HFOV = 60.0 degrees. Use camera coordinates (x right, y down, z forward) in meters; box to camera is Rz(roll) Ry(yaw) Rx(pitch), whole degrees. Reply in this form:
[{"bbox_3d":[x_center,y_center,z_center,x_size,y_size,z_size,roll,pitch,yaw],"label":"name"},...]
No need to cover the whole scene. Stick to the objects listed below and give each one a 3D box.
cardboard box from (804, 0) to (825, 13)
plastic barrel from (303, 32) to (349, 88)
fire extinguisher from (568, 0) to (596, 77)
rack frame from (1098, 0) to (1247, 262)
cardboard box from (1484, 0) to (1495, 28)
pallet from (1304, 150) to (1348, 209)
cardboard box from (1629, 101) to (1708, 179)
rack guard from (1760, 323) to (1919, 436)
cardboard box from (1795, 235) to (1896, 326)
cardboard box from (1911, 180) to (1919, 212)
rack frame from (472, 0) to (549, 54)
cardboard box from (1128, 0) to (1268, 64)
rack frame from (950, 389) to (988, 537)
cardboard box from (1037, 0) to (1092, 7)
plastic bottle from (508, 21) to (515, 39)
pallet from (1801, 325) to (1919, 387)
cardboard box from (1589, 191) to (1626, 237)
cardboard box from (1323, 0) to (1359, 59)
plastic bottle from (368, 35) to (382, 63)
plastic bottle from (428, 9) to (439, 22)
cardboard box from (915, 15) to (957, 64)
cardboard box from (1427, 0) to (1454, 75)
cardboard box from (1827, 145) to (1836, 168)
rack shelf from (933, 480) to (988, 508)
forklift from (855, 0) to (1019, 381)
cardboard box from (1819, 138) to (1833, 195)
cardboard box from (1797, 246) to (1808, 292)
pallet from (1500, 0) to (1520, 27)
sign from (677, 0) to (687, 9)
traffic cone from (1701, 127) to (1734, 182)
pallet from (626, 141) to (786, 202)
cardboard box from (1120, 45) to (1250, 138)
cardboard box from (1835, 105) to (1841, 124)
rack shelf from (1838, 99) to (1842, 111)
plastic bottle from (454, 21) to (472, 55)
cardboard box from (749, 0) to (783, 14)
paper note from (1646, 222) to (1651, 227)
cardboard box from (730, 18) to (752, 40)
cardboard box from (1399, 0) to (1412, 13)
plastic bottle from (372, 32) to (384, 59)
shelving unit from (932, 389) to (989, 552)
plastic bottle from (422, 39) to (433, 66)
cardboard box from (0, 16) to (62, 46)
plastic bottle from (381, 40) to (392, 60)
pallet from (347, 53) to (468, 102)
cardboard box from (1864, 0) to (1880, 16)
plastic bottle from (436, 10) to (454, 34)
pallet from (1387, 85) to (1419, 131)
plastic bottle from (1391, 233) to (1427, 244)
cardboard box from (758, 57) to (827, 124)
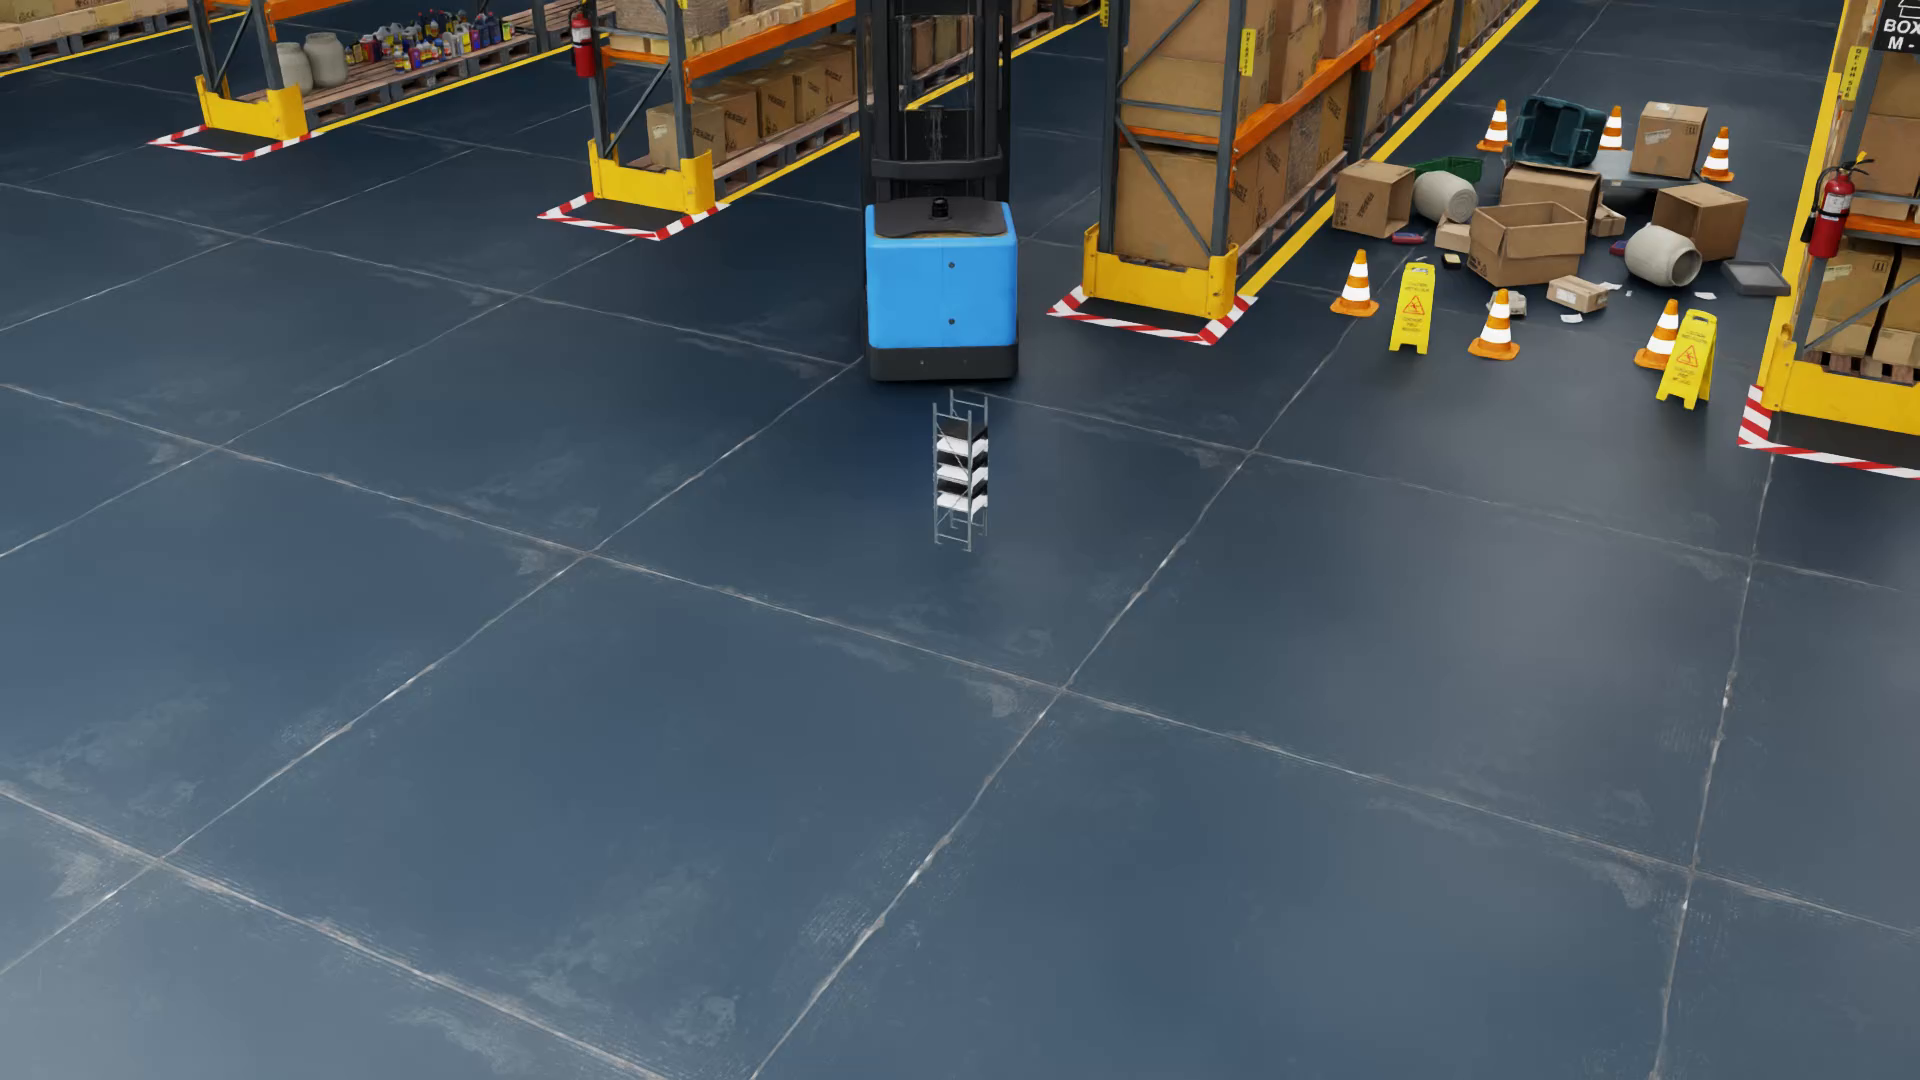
[{"bbox_3d":[-1.527,-5.199,16.044,0.380,0.149,0.250,14,33,23],"label":"cardboard box"},{"bbox_3d":[-6.766,-5.117,17.725,0.421,0.512,0.421,0,30,0],"label":"plastic barrel"},{"bbox_3d":[-3.279,-4.379,14.441,0.296,0.674,0.183,14,33,23],"label":"fire extinguisher"},{"bbox_3d":[1.553,-3.189,12.290,1.000,3.000,0.127,14,33,23],"label":"rack frame"},{"bbox_3d":[6.202,-6.541,20.217,0.500,0.500,0.500,13,32,22],"label":"cardboard box"},{"bbox_3d":[2.959,-3.433,15.517,1.003,0.211,1.213,14,33,23],"label":"pallet"},{"bbox_3d":[6.229,-3.519,14.615,0.500,0.500,0.500,14,33,23],"label":"cardboard box"},{"bbox_3d":[6.040,-1.060,11.094,1.175,0.500,0.348,14,33,23],"label":"rack guard"},{"bbox_3d":[6.138,-1.840,11.528,0.500,0.500,0.500,15,33,24],"label":"cardboard box"},{"bbox_3d":[6.446,-2.220,10.857,0.380,0.149,0.250,15,33,24],"label":"cardboard box"},{"bbox_3d":[-5.404,-7.255,19.372,1.000,3.000,0.127,14,33,23],"label":"rack frame"},{"bbox_3d":[1.756,-3.878,12.255,0.875,0.550,0.550,14,33,23],"label":"cardboard box"},{"bbox_3d":[0.050,-0.439,9.611,0.240,0.900,0.006,14,33,23],"label":"rack frame"},{"bbox_3d":[1.161,-7.467,21.453,1.225,0.875,0.875,13,32,21],"label":"cardboard box"},{"bbox_3d":[-5.292,-6.001,19.556,0.097,0.201,0.097,0,30,0],"label":"plastic bottle"},{"bbox_3d":[6.441,-1.287,11.779,1.003,0.211,1.213,14,33,23],"label":"pallet"},{"bbox_3d":[5.546,-2.824,14.401,0.258,0.266,0.396,-7,31,-11],"label":"cardboard box"},{"bbox_3d":[2.987,-4.612,14.618,0.875,0.550,0.550,14,33,23],"label":"cardboard box"},{"bbox_3d":[-6.545,-5.490,18.584,0.061,0.283,0.133,14,33,23],"label":"plastic bottle"},{"bbox_3d":[-6.141,-6.034,19.463,0.144,0.351,0.185,15,33,25],"label":"plastic bottle"},{"bbox_3d":[-0.462,-5.713,18.755,0.700,0.500,0.500,14,33,23],"label":"cardboard box"},{"bbox_3d":[4.839,-5.692,18.487,1.050,0.750,0.750,14,33,23],"label":"cardboard box"},{"bbox_3d":[6.855,-2.889,12.705,0.380,0.149,0.250,16,34,26],"label":"cardboard box"},{"bbox_3d":[0.004,-0.287,9.594,0.258,0.077,0.200,14,33,23],"label":"rack shelf"},{"bbox_3d":[-0.197,-3.076,12.164,1.130,2.935,3.031,-2,30,-3],"label":"forklift"},{"bbox_3d":[7.318,-2.998,13.545,0.500,0.500,0.500,16,34,26],"label":"cardboard box"},{"bbox_3d":[6.610,-1.981,12.526,0.500,0.250,0.500,13,32,22],"label":"cardboard box"},{"bbox_3d":[6.666,-6.954,21.647,1.003,0.211,1.213,14,33,23],"label":"pallet"},{"bbox_3d":[-2.334,-4.611,13.898,0.100,0.325,0.005,14,33,23],"label":"sign"},{"bbox_3d":[7.146,-3.651,15.643,0.336,0.463,0.334,14,33,23],"label":"traffic cone"},{"bbox_3d":[-2.381,-3.535,15.694,1.003,0.211,1.213,14,33,23],"label":"pallet"},{"bbox_3d":[1.681,-3.428,12.557,0.875,0.550,0.550,14,33,23],"label":"cardboard box"},{"bbox_3d":[9.054,-4.122,16.133,0.950,0.372,0.625,14,33,22],"label":"cardboard box"},{"bbox_3d":[8.738,-4.458,15.224,1.077,0.370,4.000,14,33,23],"label":"rack shelf"},{"bbox_3d":[-5.675,-5.718,18.914,0.144,0.351,0.185,14,33,23],"label":"plastic bottle"},{"bbox_3d":[-2.155,-5.229,15.445,0.875,0.500,0.500,14,33,23],"label":"cardboard box"},{"bbox_3d":[6.067,-2.748,14.505,0.148,0.019,0.142,14,33,23],"label":"paper note"},{"bbox_3d":[-2.121,-4.651,15.090,0.380,0.149,0.250,14,33,23],"label":"cardboard box"},{"bbox_3d":[4.083,-5.401,16.043,0.500,0.500,0.500,15,33,24],"label":"cardboard box"},{"bbox_3d":[-6.577,-5.572,18.735,0.152,0.276,0.135,13,32,22],"label":"plastic bottle"},{"bbox_3d":[0.004,-0.394,9.532,0.258,0.900,0.210,14,33,23],"label":"shelving unit"},{"bbox_3d":[-5.921,-5.419,18.473,0.097,0.271,0.097,0,30,0],"label":"plastic bottle"},{"bbox_3d":[-10.967,-6.007,19.538,0.500,0.250,0.500,14,33,23],"label":"cardboard box"},{"bbox_3d":[-6.458,-5.520,18.719,0.097,0.201,0.097,0,30,0],"label":"plastic bottle"},{"bbox_3d":[-6.301,-5.215,18.619,1.003,0.211,1.213,14,33,23],"label":"pallet"},{"bbox_3d":[6.281,-3.215,10.933,0.700,0.500,0.500,15,33,24],"label":"cardboard box"},{"bbox_3d":[-6.013,-6.001,19.406,0.144,0.351,0.185,14,33,23],"label":"plastic bottle"},{"bbox_3d":[4.214,-4.655,17.643,1.003,0.211,1.213,14,33,23],"label":"pallet"},{"bbox_3d":[3.821,-2.566,14.158,0.283,0.061,0.133,4,30,6],"label":"plastic bottle"},{"bbox_3d":[-1.679,-4.513,16.685,0.500,0.500,0.500,11,32,19],"label":"cardboard box"}]
